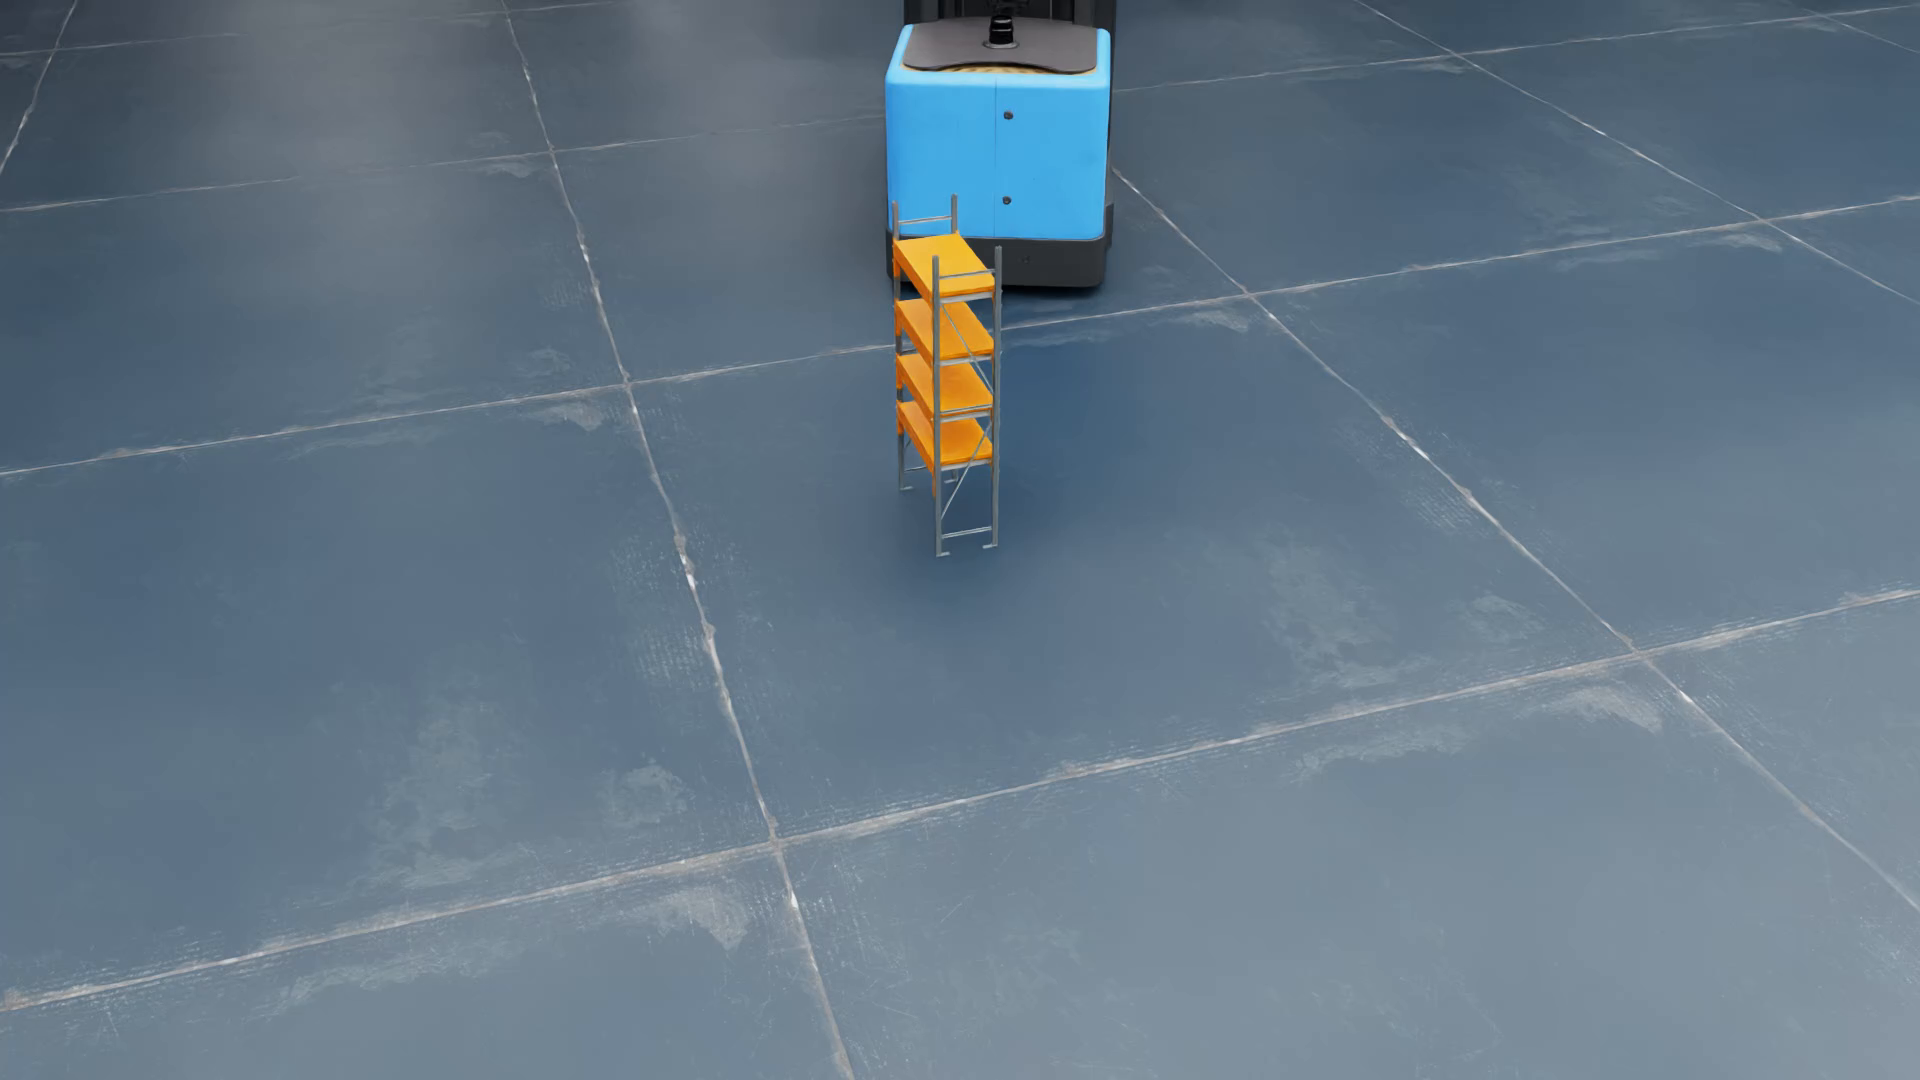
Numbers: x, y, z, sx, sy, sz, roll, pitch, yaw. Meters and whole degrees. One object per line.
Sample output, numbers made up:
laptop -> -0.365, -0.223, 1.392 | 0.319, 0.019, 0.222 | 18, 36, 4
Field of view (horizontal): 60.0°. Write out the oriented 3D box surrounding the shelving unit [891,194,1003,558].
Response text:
shelving unit -> -0.050, -0.587, 6.051 | 0.258, 1.200, 0.503 | -10, 35, -15

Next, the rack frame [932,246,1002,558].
rack frame -> 0.024, -0.459, 5.857 | 0.240, 1.200, 0.015 | -10, 35, -15

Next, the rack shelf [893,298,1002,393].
rack shelf -> -0.050, -0.718, 5.965 | 0.258, 0.148, 0.480 | -10, 35, -15

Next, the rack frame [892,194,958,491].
rack frame -> -0.125, -0.716, 6.245 | 0.240, 1.200, 0.015 | -10, 35, -15

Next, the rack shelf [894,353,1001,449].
rack shelf -> -0.050, -0.531, 6.088 | 0.258, 0.148, 0.480 | -10, 35, -15

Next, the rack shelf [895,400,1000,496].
rack shelf -> -0.050, -0.366, 6.197 | 0.258, 0.148, 0.480 | -10, 35, -15

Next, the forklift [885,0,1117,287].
forklift -> 0.276, -3.219, 8.462 | 1.130, 2.935, 3.031 | 2, 34, 4

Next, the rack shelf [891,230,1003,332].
rack shelf -> -0.050, -0.915, 5.834 | 0.258, 0.148, 0.480 | -10, 35, -15
